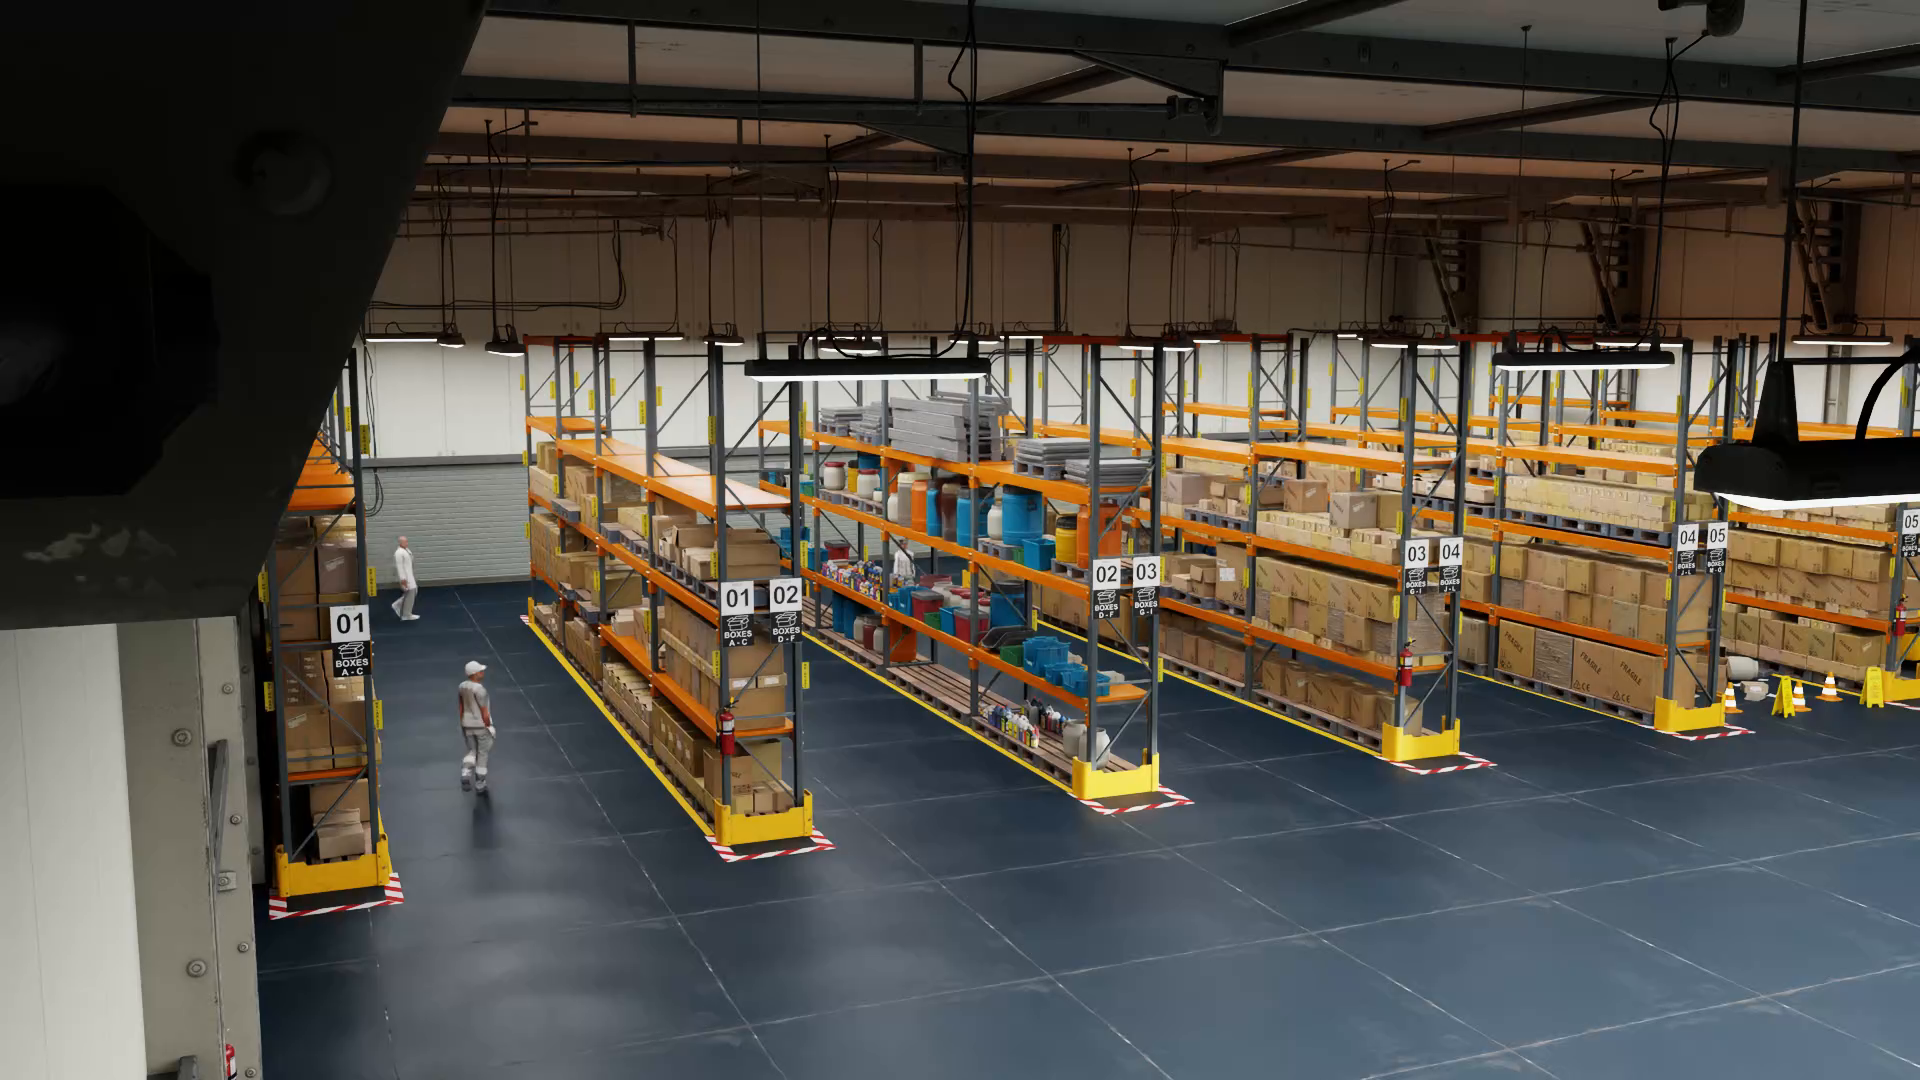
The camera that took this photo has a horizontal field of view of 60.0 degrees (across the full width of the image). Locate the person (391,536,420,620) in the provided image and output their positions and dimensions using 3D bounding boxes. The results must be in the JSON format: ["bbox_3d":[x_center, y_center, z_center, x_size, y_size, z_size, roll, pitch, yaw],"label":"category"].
[{"bbox_3d":[-11.667,0.802,34.896,0.572,1.749,0.576,-3,8,-23],"label":"person"}]

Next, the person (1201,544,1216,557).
[{"bbox_3d":[6.345,-0.040,42.005,0.657,1.567,0.467,-3,8,-20],"label":"person"}]

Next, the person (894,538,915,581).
[{"bbox_3d":[-1.202,0.765,35.656,0.507,1.649,0.707,-4,8,-25],"label":"person"}]

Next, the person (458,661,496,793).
[{"bbox_3d":[-6.454,2.491,22.161,0.547,1.784,0.497,2,8,12],"label":"person"}]
